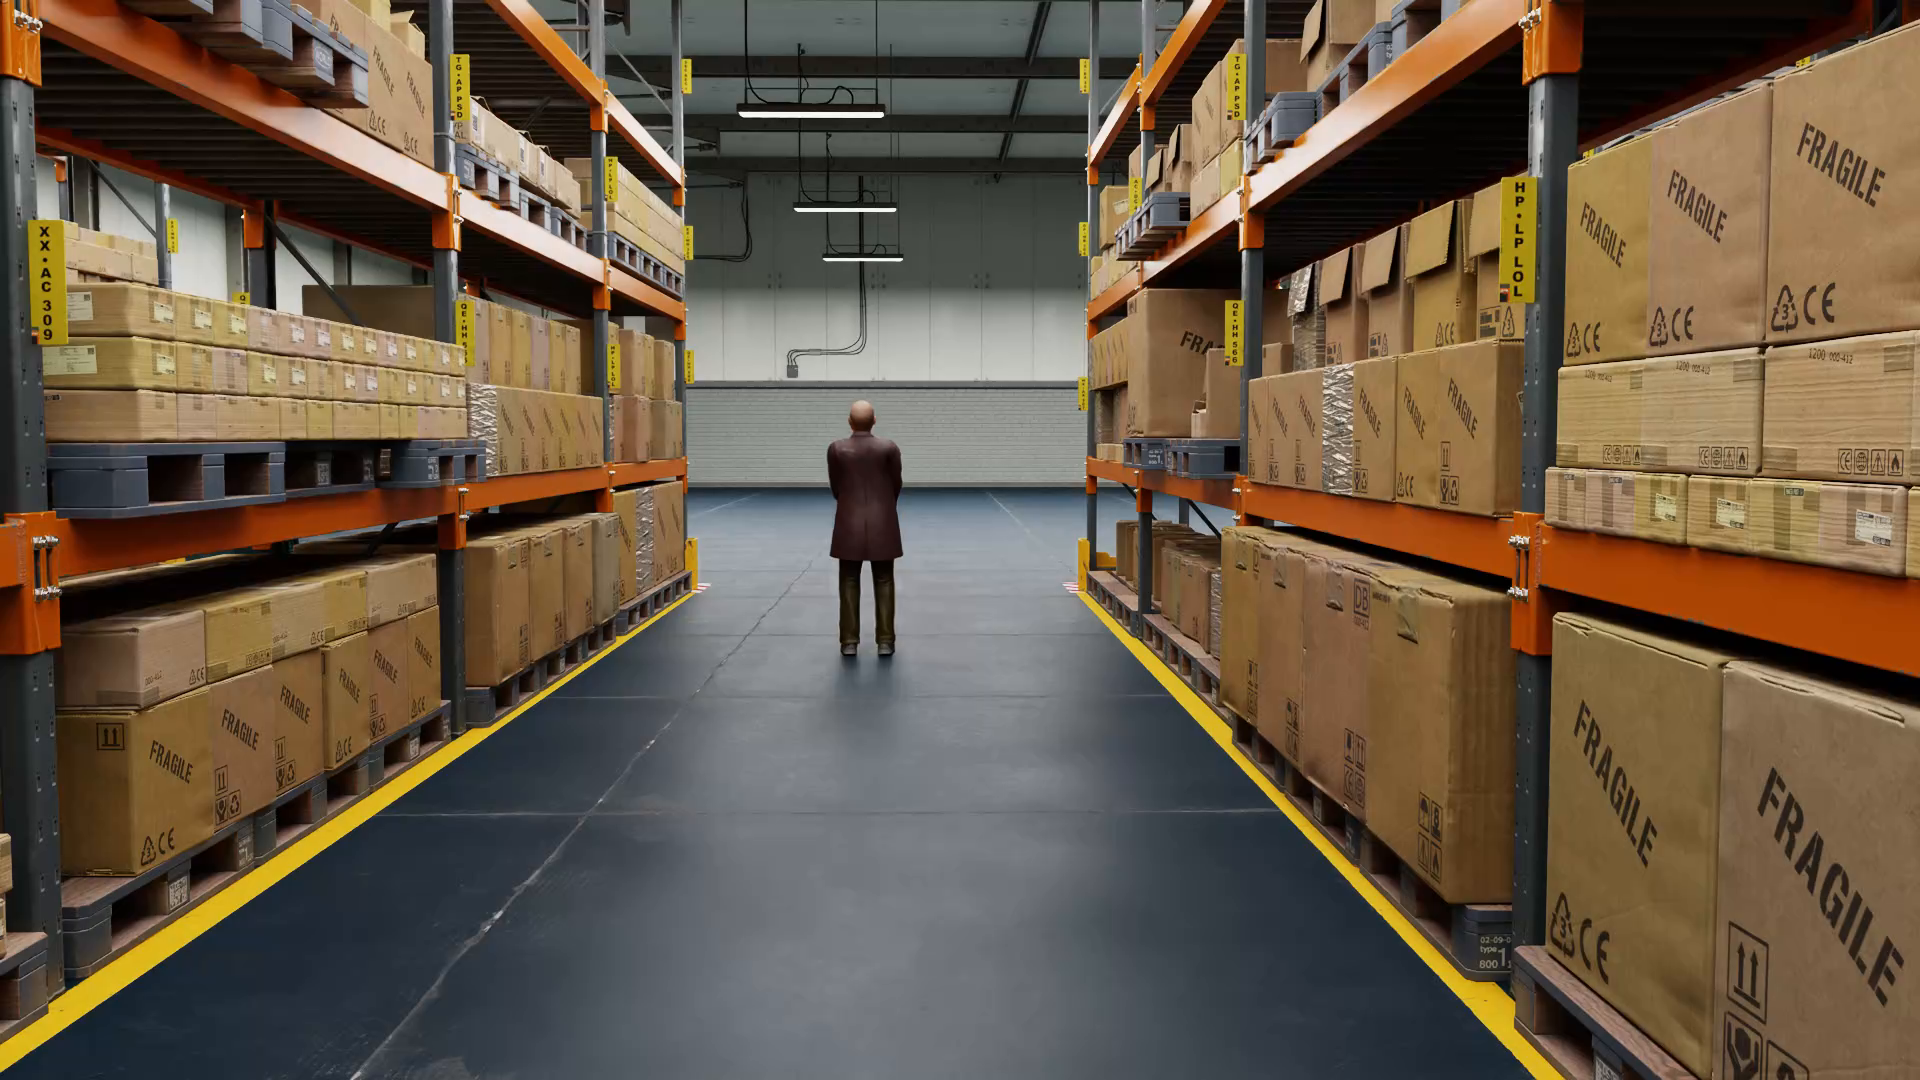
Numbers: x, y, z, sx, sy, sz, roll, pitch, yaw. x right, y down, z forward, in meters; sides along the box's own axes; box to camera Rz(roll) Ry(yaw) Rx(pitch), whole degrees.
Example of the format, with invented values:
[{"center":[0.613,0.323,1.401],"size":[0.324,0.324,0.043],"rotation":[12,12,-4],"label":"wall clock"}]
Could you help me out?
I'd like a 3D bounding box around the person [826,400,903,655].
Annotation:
[{"center":[-0.663,-0.093,11.696],"size":[0.530,1.769,0.563],"rotation":[0,4,-1],"label":"person"}]
